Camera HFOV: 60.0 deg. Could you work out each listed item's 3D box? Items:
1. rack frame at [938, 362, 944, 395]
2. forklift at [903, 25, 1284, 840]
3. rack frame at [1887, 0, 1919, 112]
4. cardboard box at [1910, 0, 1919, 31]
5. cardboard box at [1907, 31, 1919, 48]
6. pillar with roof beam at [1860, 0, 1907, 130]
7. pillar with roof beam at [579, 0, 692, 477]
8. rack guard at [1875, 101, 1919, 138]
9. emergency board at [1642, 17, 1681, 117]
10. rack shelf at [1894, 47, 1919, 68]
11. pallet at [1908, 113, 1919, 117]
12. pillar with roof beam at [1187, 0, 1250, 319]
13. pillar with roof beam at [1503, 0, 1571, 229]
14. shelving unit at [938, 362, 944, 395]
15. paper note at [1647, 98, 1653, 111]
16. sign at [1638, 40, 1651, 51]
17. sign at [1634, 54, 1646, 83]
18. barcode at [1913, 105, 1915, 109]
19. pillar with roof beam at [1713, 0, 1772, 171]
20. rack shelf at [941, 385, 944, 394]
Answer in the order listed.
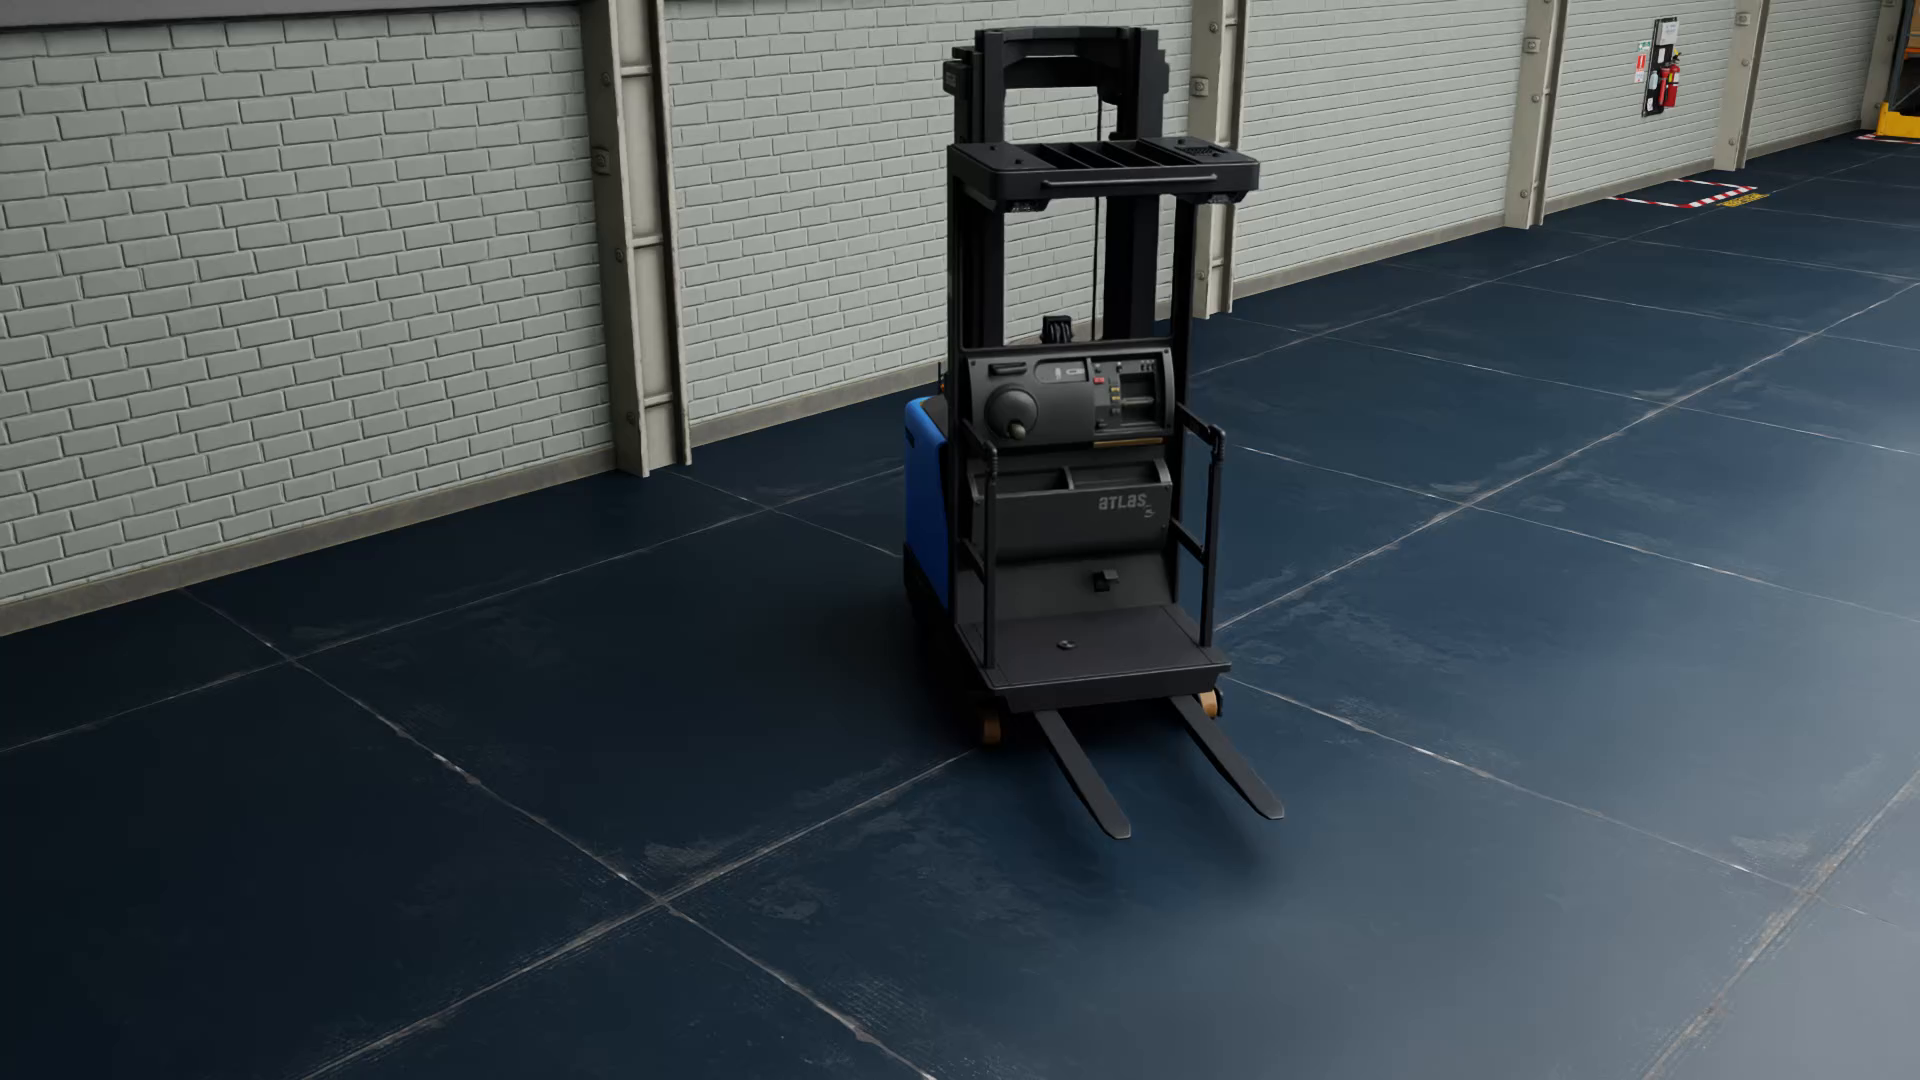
[{"bbox_3d":[-0.048,-0.472,9.340,0.200,1.050,0.008,19,28,41],"label":"rack frame"},{"bbox_3d":[0.543,-0.620,7.102,1.130,2.935,3.031,-5,22,-13],"label":"forklift"},{"bbox_3d":[14.877,-7.660,25.323,1.000,3.000,0.127,19,28,41],"label":"rack frame"},{"bbox_3d":[15.054,-8.124,25.665,0.500,0.500,0.500,19,28,40],"label":"cardboard box"},{"bbox_3d":[15.064,-7.768,25.785,0.500,0.250,0.500,-20,28,-41],"label":"cardboard box"},{"bbox_3d":[17.830,-9.779,22.474,9.100,9.000,0.400,19,28,41],"label":"pillar with roof beam"},{"bbox_3d":[1.088,-3.610,6.424,9.100,9.000,0.400,19,28,41],"label":"pillar with roof beam"},{"bbox_3d":[14.930,-6.513,25.822,1.175,0.500,0.348,19,28,41],"label":"rack guard"},{"bbox_3d":[8.809,-5.888,20.713,0.194,1.169,0.643,19,28,41],"label":"emergency board"},{"bbox_3d":[16.272,-7.838,26.789,1.077,0.370,4.000,19,28,41],"label":"rack shelf"},{"bbox_3d":[15.522,-6.578,26.394,1.003,0.211,1.213,19,28,41],"label":"pallet"},{"bbox_3d":[5.273,-5.152,10.436,9.100,9.000,0.400,19,28,41],"label":"pillar with roof beam"},{"bbox_3d":[9.459,-6.695,14.449,9.100,9.000,0.400,19,28,41],"label":"pillar with roof beam"},{"bbox_3d":[0.037,-0.504,9.422,0.215,1.050,0.252,19,28,41],"label":"shelving unit"},{"bbox_3d":[8.636,-5.449,20.798,0.016,0.148,0.142,19,28,41],"label":"paper note"},{"bbox_3d":[8.359,-6.035,20.307,0.001,0.109,0.331,19,28,41],"label":"sign"},{"bbox_3d":[8.349,-5.789,20.404,0.001,0.329,0.234,19,28,41],"label":"sign"},{"bbox_3d":[15.150,-6.875,26.401,0.001,0.075,0.075,19,28,41],"label":"barcode"},{"bbox_3d":[13.645,-8.237,18.462,9.100,9.000,0.400,19,28,41],"label":"pillar with roof beam"},{"bbox_3d":[0.037,-0.759,9.324,0.215,0.259,0.240,19,28,41],"label":"rack shelf"}]
